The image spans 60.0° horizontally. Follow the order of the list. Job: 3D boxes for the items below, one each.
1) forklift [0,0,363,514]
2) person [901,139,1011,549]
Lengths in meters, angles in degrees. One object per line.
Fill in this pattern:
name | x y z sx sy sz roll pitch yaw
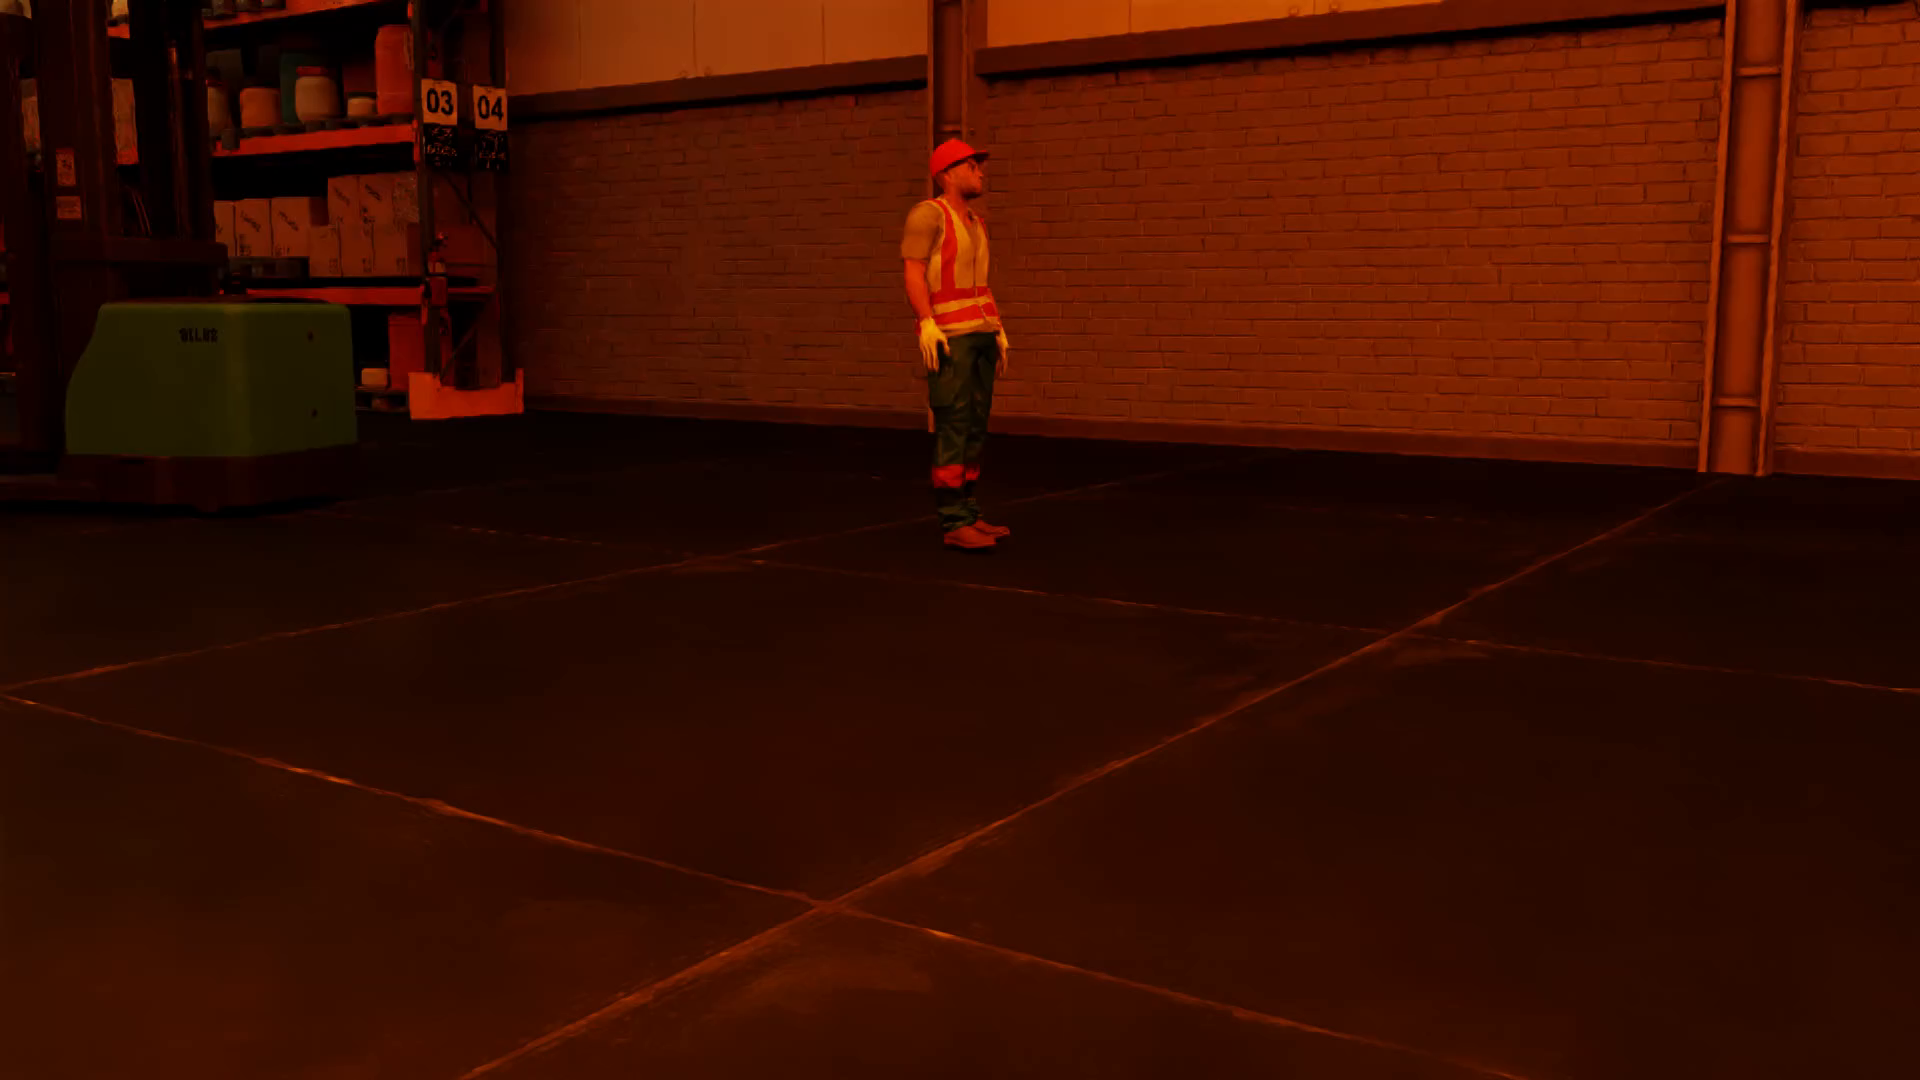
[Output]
forklift | -4.883 -1.670 8.938 3.031 2.935 1.130 2 8 14
person | 0.061 -0.885 7.423 0.563 1.787 0.637 5 10 34
